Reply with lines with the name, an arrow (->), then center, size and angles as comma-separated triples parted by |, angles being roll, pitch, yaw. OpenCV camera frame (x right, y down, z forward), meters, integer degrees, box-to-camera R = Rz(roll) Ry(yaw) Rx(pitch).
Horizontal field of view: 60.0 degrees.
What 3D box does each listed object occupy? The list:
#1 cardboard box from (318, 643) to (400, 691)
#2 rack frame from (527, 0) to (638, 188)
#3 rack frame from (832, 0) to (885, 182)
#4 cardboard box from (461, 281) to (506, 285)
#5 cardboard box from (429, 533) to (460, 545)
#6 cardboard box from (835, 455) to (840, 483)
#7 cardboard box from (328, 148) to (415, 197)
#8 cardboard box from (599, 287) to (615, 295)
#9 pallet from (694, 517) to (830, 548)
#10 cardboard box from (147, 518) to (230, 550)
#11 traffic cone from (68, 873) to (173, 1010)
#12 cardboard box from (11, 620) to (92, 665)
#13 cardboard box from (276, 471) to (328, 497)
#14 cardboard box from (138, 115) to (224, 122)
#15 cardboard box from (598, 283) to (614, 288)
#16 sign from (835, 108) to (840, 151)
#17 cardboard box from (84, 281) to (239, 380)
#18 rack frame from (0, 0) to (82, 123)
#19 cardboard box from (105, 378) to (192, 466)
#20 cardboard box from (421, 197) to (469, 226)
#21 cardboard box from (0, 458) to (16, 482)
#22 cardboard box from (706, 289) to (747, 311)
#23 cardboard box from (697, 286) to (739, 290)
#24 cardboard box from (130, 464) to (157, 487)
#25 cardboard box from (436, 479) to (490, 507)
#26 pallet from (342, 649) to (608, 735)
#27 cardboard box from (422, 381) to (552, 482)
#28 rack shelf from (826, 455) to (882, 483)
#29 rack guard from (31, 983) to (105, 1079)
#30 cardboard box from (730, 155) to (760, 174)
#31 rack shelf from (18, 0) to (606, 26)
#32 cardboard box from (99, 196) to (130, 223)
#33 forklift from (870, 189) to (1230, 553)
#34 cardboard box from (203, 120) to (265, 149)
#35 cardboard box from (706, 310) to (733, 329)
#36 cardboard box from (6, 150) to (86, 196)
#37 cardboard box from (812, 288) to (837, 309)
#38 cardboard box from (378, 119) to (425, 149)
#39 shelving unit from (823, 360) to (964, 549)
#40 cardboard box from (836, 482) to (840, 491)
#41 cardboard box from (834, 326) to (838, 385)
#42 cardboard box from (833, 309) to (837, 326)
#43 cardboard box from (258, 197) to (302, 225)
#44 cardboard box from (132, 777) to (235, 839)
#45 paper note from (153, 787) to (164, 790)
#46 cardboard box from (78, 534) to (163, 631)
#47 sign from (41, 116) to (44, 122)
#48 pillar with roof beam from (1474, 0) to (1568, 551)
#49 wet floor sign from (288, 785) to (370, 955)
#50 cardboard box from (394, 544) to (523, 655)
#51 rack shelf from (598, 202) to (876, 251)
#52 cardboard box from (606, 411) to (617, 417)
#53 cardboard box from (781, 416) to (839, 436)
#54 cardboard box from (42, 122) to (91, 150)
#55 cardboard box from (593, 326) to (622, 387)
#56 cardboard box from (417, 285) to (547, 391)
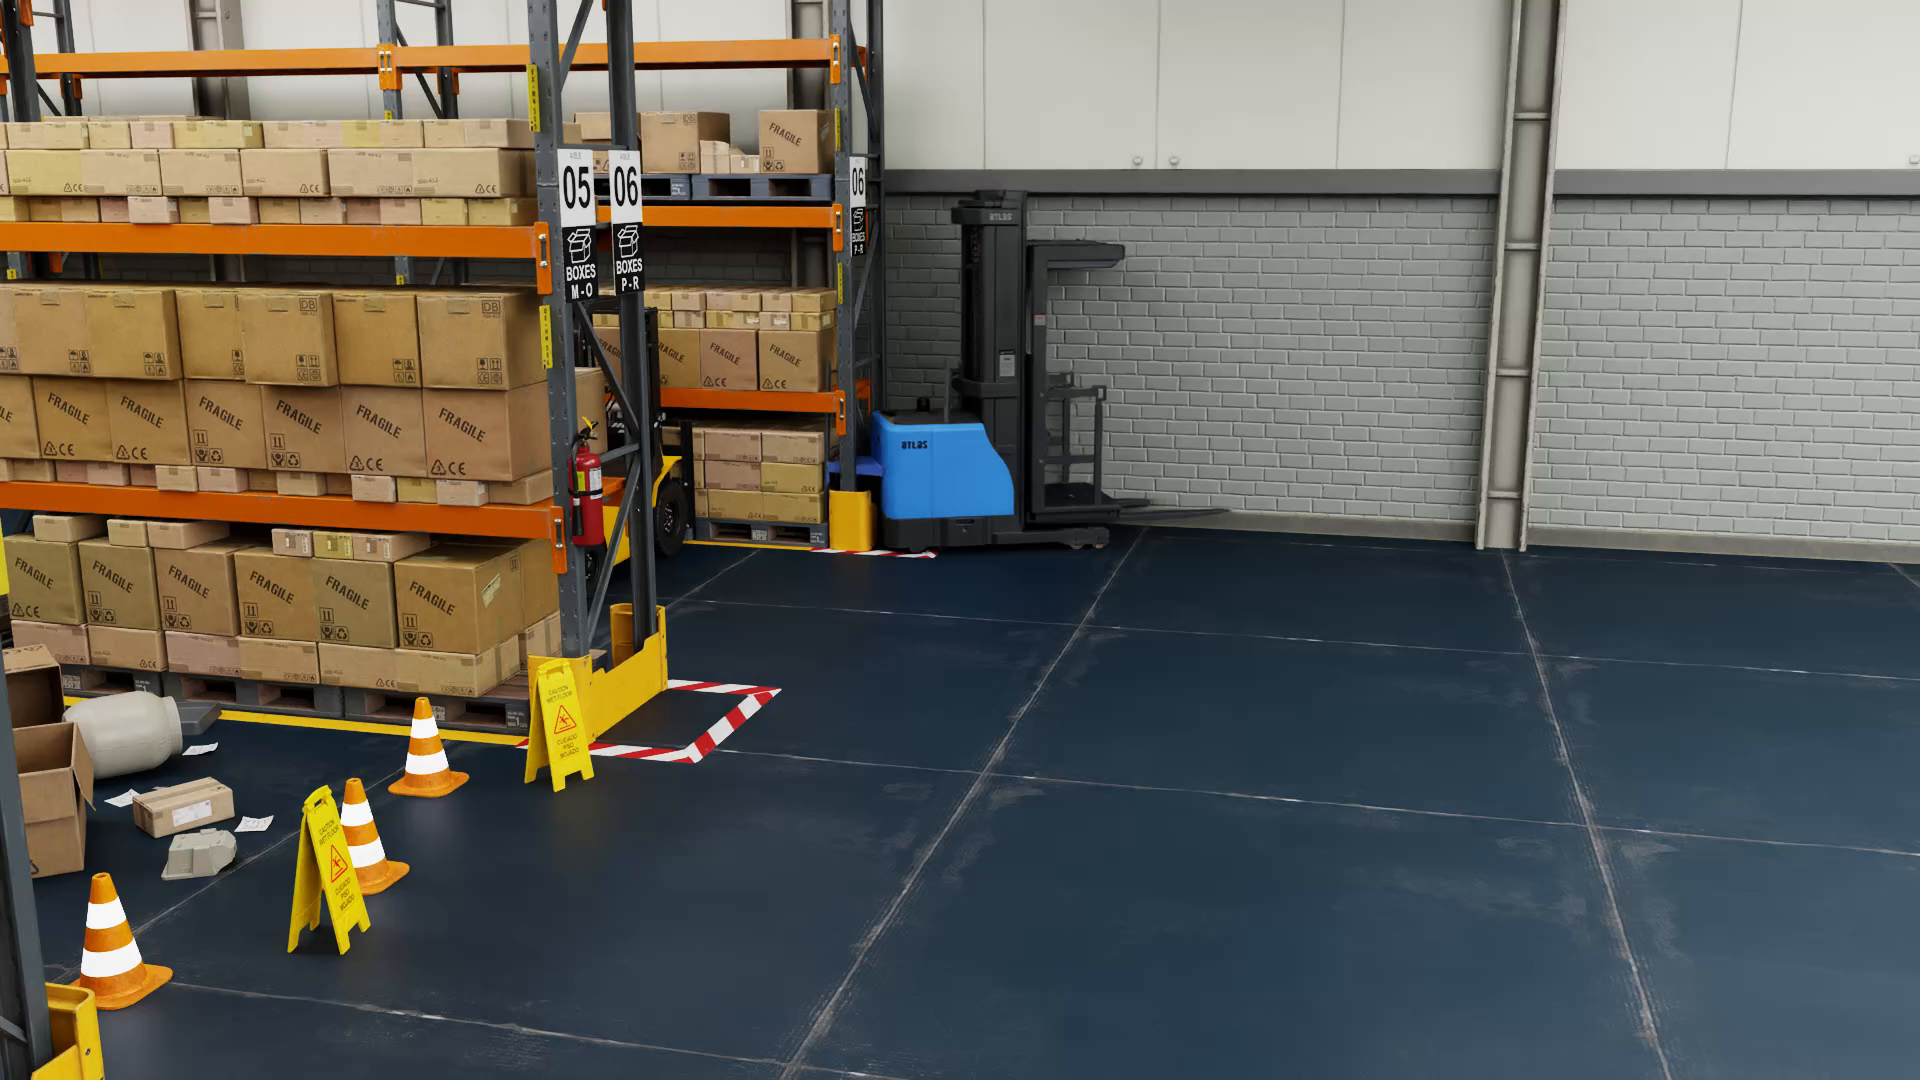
cardboard box -> -3.356, 0.669, 9.672 | 0.500, 0.250, 0.500 | 3, 13, 14
rack frame -> -2.006, -3.383, 8.707 | 0.127, 3.000, 1.000 | 3, 13, 14
rack frame -> -0.820, -4.427, 13.413 | 0.127, 3.000, 1.000 | 3, 13, 14
cardboard box -> -4.322, -2.264, 15.097 | 0.250, 0.149, 0.380 | 3, 13, 14
cardboard box -> -3.255, 0.189, 10.102 | 0.500, 0.500, 0.500 | 3, 13, 11
cardboard box -> -1.227, -0.673, 14.568 | 0.500, 0.250, 0.500 | 3, 13, 15
cardboard box -> -3.052, -1.990, 9.012 | 0.500, 0.250, 0.500 | 3, 13, 13
cardboard box -> -2.950, -2.078, 14.262 | 0.250, 0.149, 0.380 | 3, 13, 14
pallet -> -1.573, -0.168, 14.504 | 1.213, 0.211, 1.003 | 3, 13, 14
cardboard box -> -4.513, -0.061, 9.735 | 0.250, 0.149, 0.380 | 4, 13, 17
traffic cone -> -3.269, 1.504, 6.387 | 0.334, 0.463, 0.336 | 3, 13, 14
cardboard box -> -5.381, 0.563, 10.151 | 0.500, 0.250, 0.500 | 2, 13, 11
cardboard box -> -3.679, -0.358, 9.502 | 0.250, 0.149, 0.380 | 3, 13, 13
cardboard box -> -6.954, -3.539, 14.903 | 0.500, 0.500, 0.500 | 3, 13, 15
cardboard box -> -3.086, -2.191, 14.767 | 0.250, 0.149, 0.380 | 3, 13, 13
sign -> -0.964, -3.243, 13.139 | 0.005, 0.325, 0.100 | 3, 13, 14
cardboard box -> -4.543, -1.213, 9.550 | 0.500, 0.500, 0.700 | 3, 13, 12
rack frame -> -8.587, -4.842, 15.284 | 0.127, 3.000, 1.000 | 3, 13, 14
cardboard box -> -4.552, -0.725, 9.657 | 0.500, 0.500, 0.500 | 3, 13, 13
cardboard box -> -2.669, -1.762, 8.905 | 0.250, 0.149, 0.380 | 3, 13, 14
cardboard box -> -5.661, -0.456, 9.942 | 0.250, 0.149, 0.380 | 3, 13, 13
cardboard box -> -1.950, -2.026, 14.026 | 0.250, 0.149, 0.380 | 3, 13, 14
cardboard box -> -2.100, -2.127, 14.482 | 0.250, 0.149, 0.380 | 3, 13, 15
cardboard box -> -4.640, -0.419, 9.775 | 0.250, 0.149, 0.380 | 3, 13, 13
cardboard box -> -2.693, -0.296, 9.223 | 0.250, 0.149, 0.380 | 3, 13, 13
pallet -> -2.860, 0.853, 9.900 | 1.213, 0.211, 1.003 | 3, 13, 14
cardboard box -> -2.599, -0.619, 9.180 | 0.500, 0.500, 0.500 | 3, 13, 13
rack shelf -> -0.568, -0.573, 14.006 | 1.000, 0.185, 0.538 | 5, 12, 13
rack guard -> -3.071, 1.813, 4.907 | 0.348, 0.500, 1.175 | 3, 13, 14
cardboard box -> -1.698, -3.073, 13.615 | 0.250, 0.149, 0.380 | 3, 13, 12
rack shelf -> -3.948, -3.134, 9.253 | 4.000, 0.370, 1.077 | 3, 13, 14
cardboard box -> -4.648, -1.884, 9.453 | 0.250, 0.149, 0.380 | 3, 13, 12
forklift -> 0.785, -1.467, 14.081 | 3.031, 2.935, 1.130 | -3, 13, -12
cardboard box -> -3.902, -2.214, 9.099 | 0.250, 0.149, 0.380 | 3, 13, 15
cardboard box -> -1.955, -1.872, 14.016 | 0.250, 0.149, 0.380 | 3, 13, 13
cardboard box -> -5.025, -2.093, 9.478 | 0.500, 0.250, 0.500 | 3, 13, 13
cardboard box -> -1.095, -2.072, 14.230 | 0.250, 0.149, 0.380 | 3, 13, 12
cardboard box -> -2.899, -2.172, 8.911 | 0.250, 0.149, 0.380 | 3, 13, 13
shelving unit -> -0.562, -0.749, 13.971 | 1.048, 1.500, 0.538 | 5, 12, 13
cardboard box -> -1.250, -0.428, 14.615 | 0.500, 0.250, 0.500 | 3, 13, 14
cardboard box -> -1.235, -1.631, 14.431 | 0.500, 0.500, 0.500 | 3, 13, 15
cardboard box -> -1.088, -1.936, 14.307 | 0.250, 0.149, 0.380 | 3, 13, 12
cardboard box -> -3.656, -1.828, 9.204 | 0.250, 0.149, 0.380 | 3, 13, 12
cardboard box -> -3.762, 1.294, 8.058 | 0.250, 0.149, 0.380 | 12, 17, 43
paper note -> -4.059, 1.270, 8.486 | 0.123, 0.001, 0.032 | 3, 13, 14
cardboard box -> -4.859, 0.222, 9.956 | 0.500, 0.500, 0.500 | 4, 13, 16
sign -> -5.767, -2.493, 10.428 | 0.005, 0.325, 0.100 | 3, 13, 14
pillar with roof beam -> 3.513, -3.436, 8.946 | 0.400, 9.000, 9.100 | 3, 13, 14
wet floor sign -> -2.592, 1.326, 6.767 | 0.232, 0.644, 0.267 | 1, 13, 4
cardboard box -> -2.846, 0.330, 9.468 | 0.500, 0.500, 0.500 | 3, 13, 14
rack shelf -> -2.762, -2.715, 14.283 | 4.000, 0.370, 1.077 | 3, 13, 14
cardboard box -> -3.196, -1.020, 14.975 | 0.500, 0.250, 0.500 | 3, 13, 14
cardboard box -> -1.242, -0.914, 14.498 | 0.500, 0.250, 0.500 | 3, 13, 13
cardboard box -> -4.900, -2.266, 9.335 | 0.250, 0.149, 0.380 | 3, 13, 13
cardboard box -> -2.851, -1.597, 14.275 | 0.500, 0.500, 0.500 | 3, 13, 14
cardboard box -> -2.554, -1.117, 9.118 | 0.500, 0.500, 0.700 | 3, 13, 12
